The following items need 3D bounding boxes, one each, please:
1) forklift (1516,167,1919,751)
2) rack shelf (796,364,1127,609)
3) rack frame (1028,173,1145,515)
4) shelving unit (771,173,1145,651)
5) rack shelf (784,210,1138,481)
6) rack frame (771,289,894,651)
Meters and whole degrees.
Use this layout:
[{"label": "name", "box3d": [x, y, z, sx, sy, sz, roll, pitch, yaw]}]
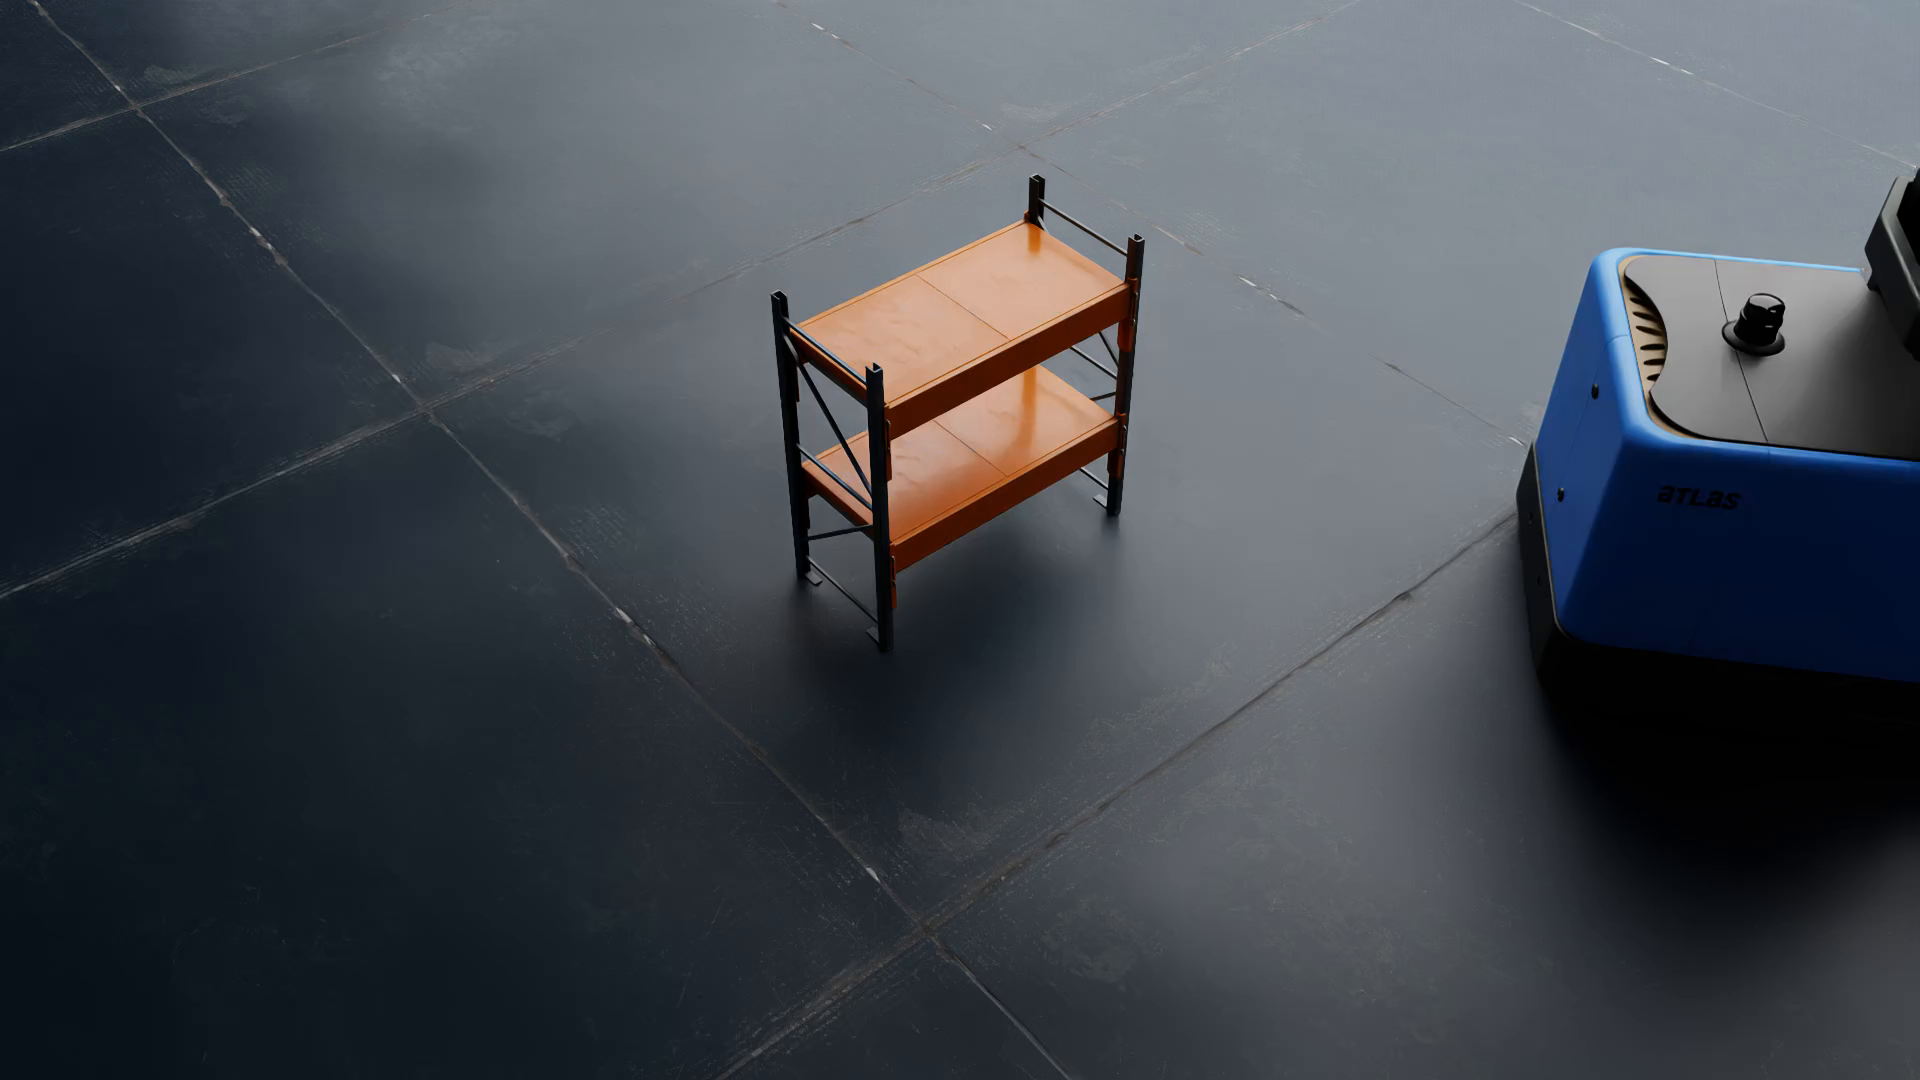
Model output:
[{"label": "forklift", "box3d": [3.365, -0.712, 4.367, 3.031, 2.935, 1.130, 7, 44, 7]}, {"label": "rack shelf", "box3d": [0.005, -0.235, 5.535, 1.000, 0.278, 0.538, -30, 51, -28]}, {"label": "rack frame", "box3d": [0.395, -0.636, 5.606, 0.032, 1.125, 0.500, -30, 51, -28]}, {"label": "shelving unit", "box3d": [0.005, -0.413, 5.368, 1.048, 1.125, 0.538, -30, 51, -28]}, {"label": "rack shelf", "box3d": [0.005, -0.626, 5.168, 1.000, 0.278, 0.538, -30, 51, -28]}, {"label": "rack frame", "box3d": [-0.385, -0.190, 5.130, 0.032, 1.125, 0.500, -30, 51, -28]}]
